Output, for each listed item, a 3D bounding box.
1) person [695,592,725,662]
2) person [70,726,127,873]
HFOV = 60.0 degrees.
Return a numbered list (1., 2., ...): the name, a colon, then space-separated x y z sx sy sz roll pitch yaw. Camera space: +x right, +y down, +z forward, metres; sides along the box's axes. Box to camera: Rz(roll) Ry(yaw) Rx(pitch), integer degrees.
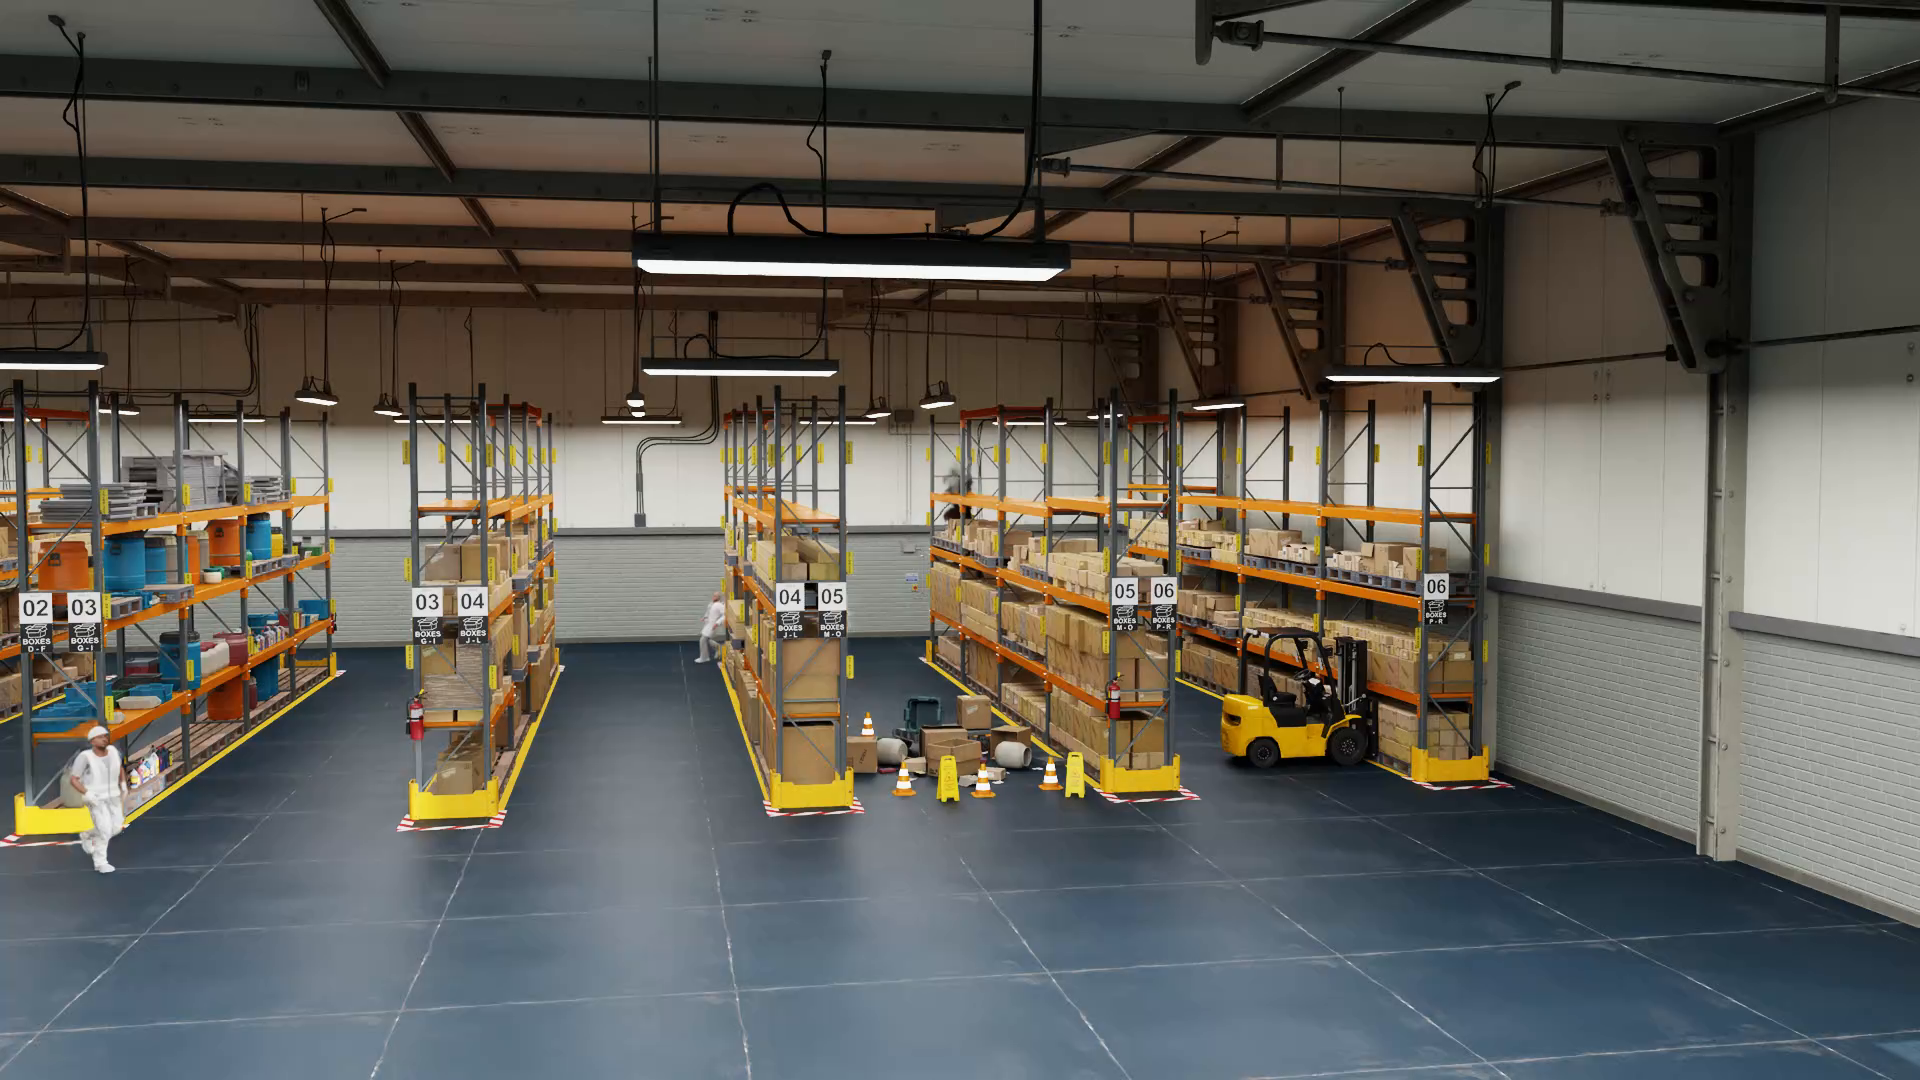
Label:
1. person: -6.017 2.107 40.277 0.756 1.714 0.780 -1 3 -27
2. person: -10.421 3.111 20.089 0.667 1.756 0.703 1 3 26
